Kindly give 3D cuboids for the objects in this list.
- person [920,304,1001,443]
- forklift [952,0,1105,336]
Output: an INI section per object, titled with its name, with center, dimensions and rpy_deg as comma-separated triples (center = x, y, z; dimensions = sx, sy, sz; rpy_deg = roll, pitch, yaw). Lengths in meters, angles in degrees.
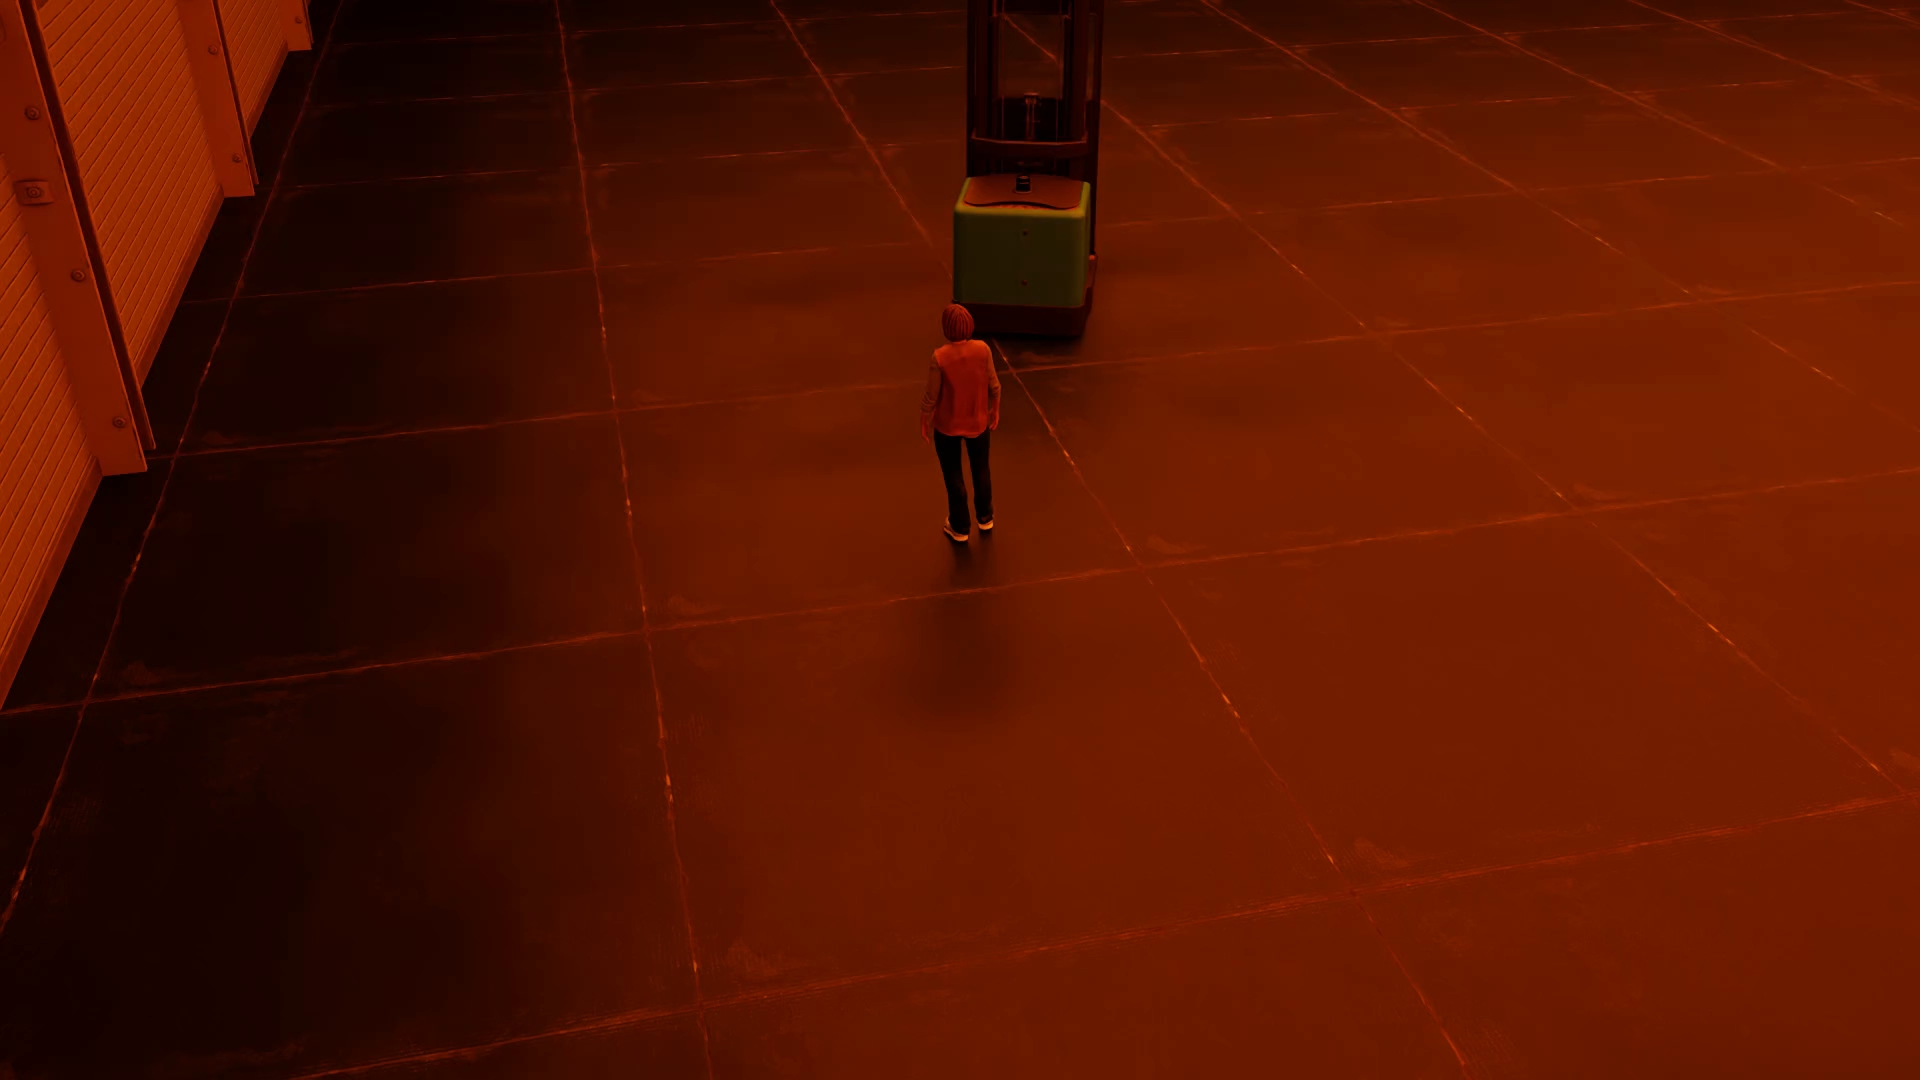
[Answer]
[person]
center = 0.011, -0.979, 9.908
dimensions = 0.502, 0.921, 0.256
rpy_deg = -7, 31, -12
[forklift]
center = 0.629, -3.596, 13.787
dimensions = 1.130, 2.935, 3.031
rpy_deg = 4, 30, 6
